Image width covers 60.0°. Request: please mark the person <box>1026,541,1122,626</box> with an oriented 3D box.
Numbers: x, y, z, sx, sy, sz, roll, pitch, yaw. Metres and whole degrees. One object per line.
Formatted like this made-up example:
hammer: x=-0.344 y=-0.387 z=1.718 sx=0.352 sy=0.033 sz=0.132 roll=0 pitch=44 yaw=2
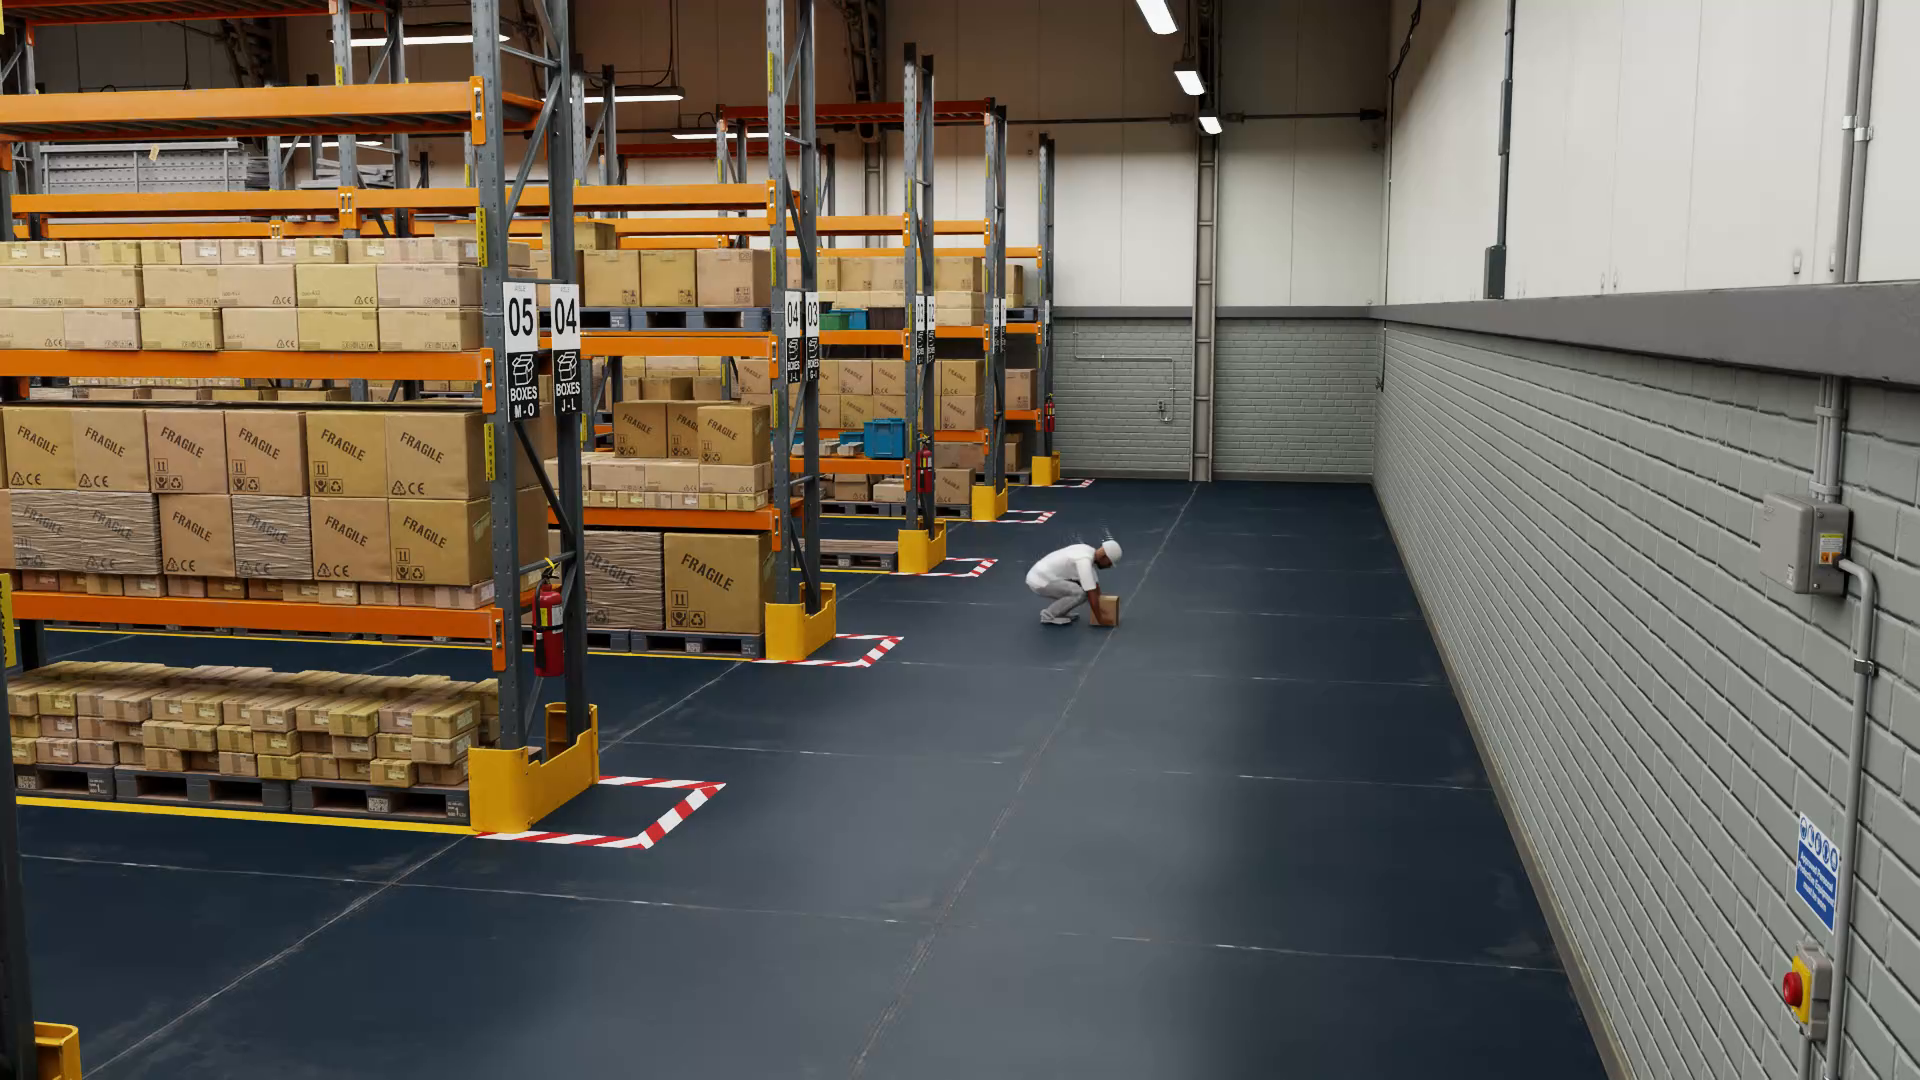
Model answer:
person: x=1.122 y=0.443 z=16.314 sx=0.923 sy=0.888 sz=0.550 roll=2 pitch=8 yaw=11
